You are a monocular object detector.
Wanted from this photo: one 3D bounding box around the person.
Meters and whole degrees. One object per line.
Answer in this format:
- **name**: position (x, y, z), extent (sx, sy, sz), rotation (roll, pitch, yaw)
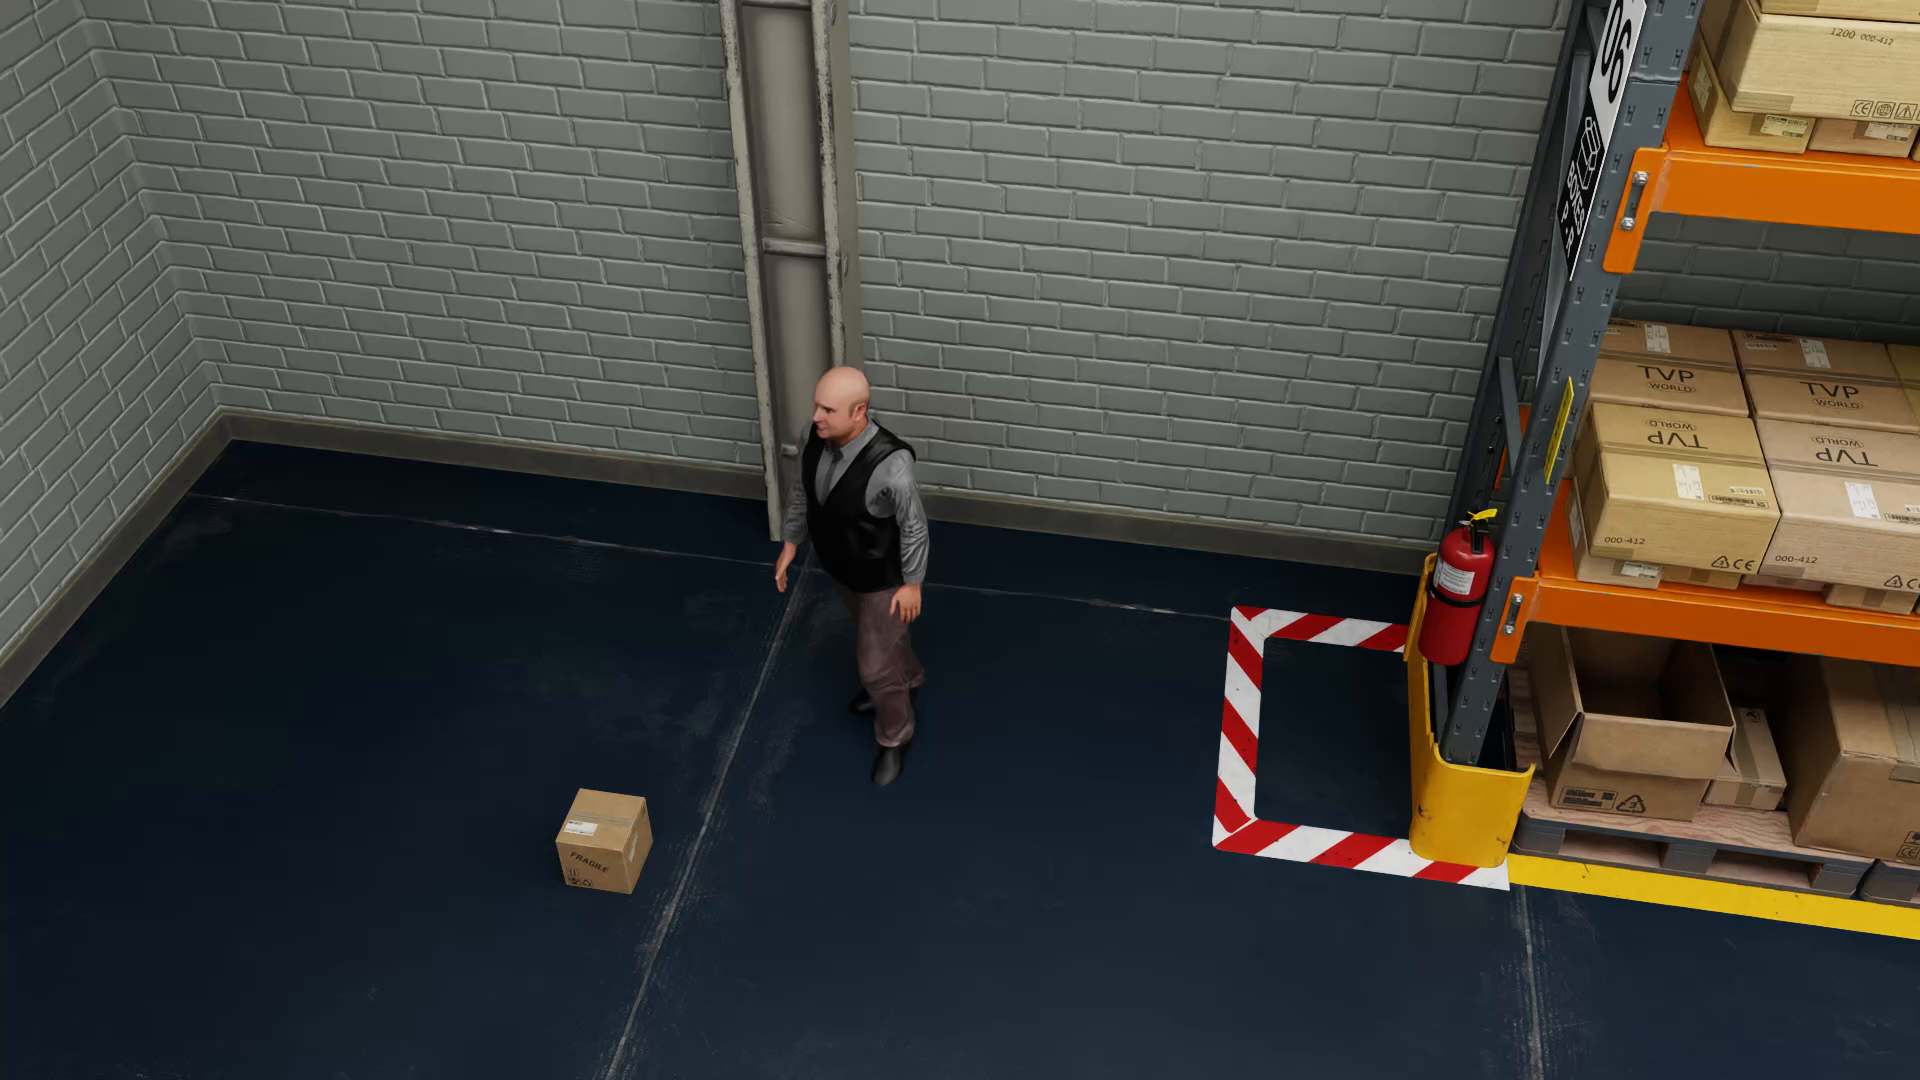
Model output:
- **person**: position (-0.344, 0.102, 6.090), extent (0.568, 1.762, 0.571), rotation (-30, 49, -30)
